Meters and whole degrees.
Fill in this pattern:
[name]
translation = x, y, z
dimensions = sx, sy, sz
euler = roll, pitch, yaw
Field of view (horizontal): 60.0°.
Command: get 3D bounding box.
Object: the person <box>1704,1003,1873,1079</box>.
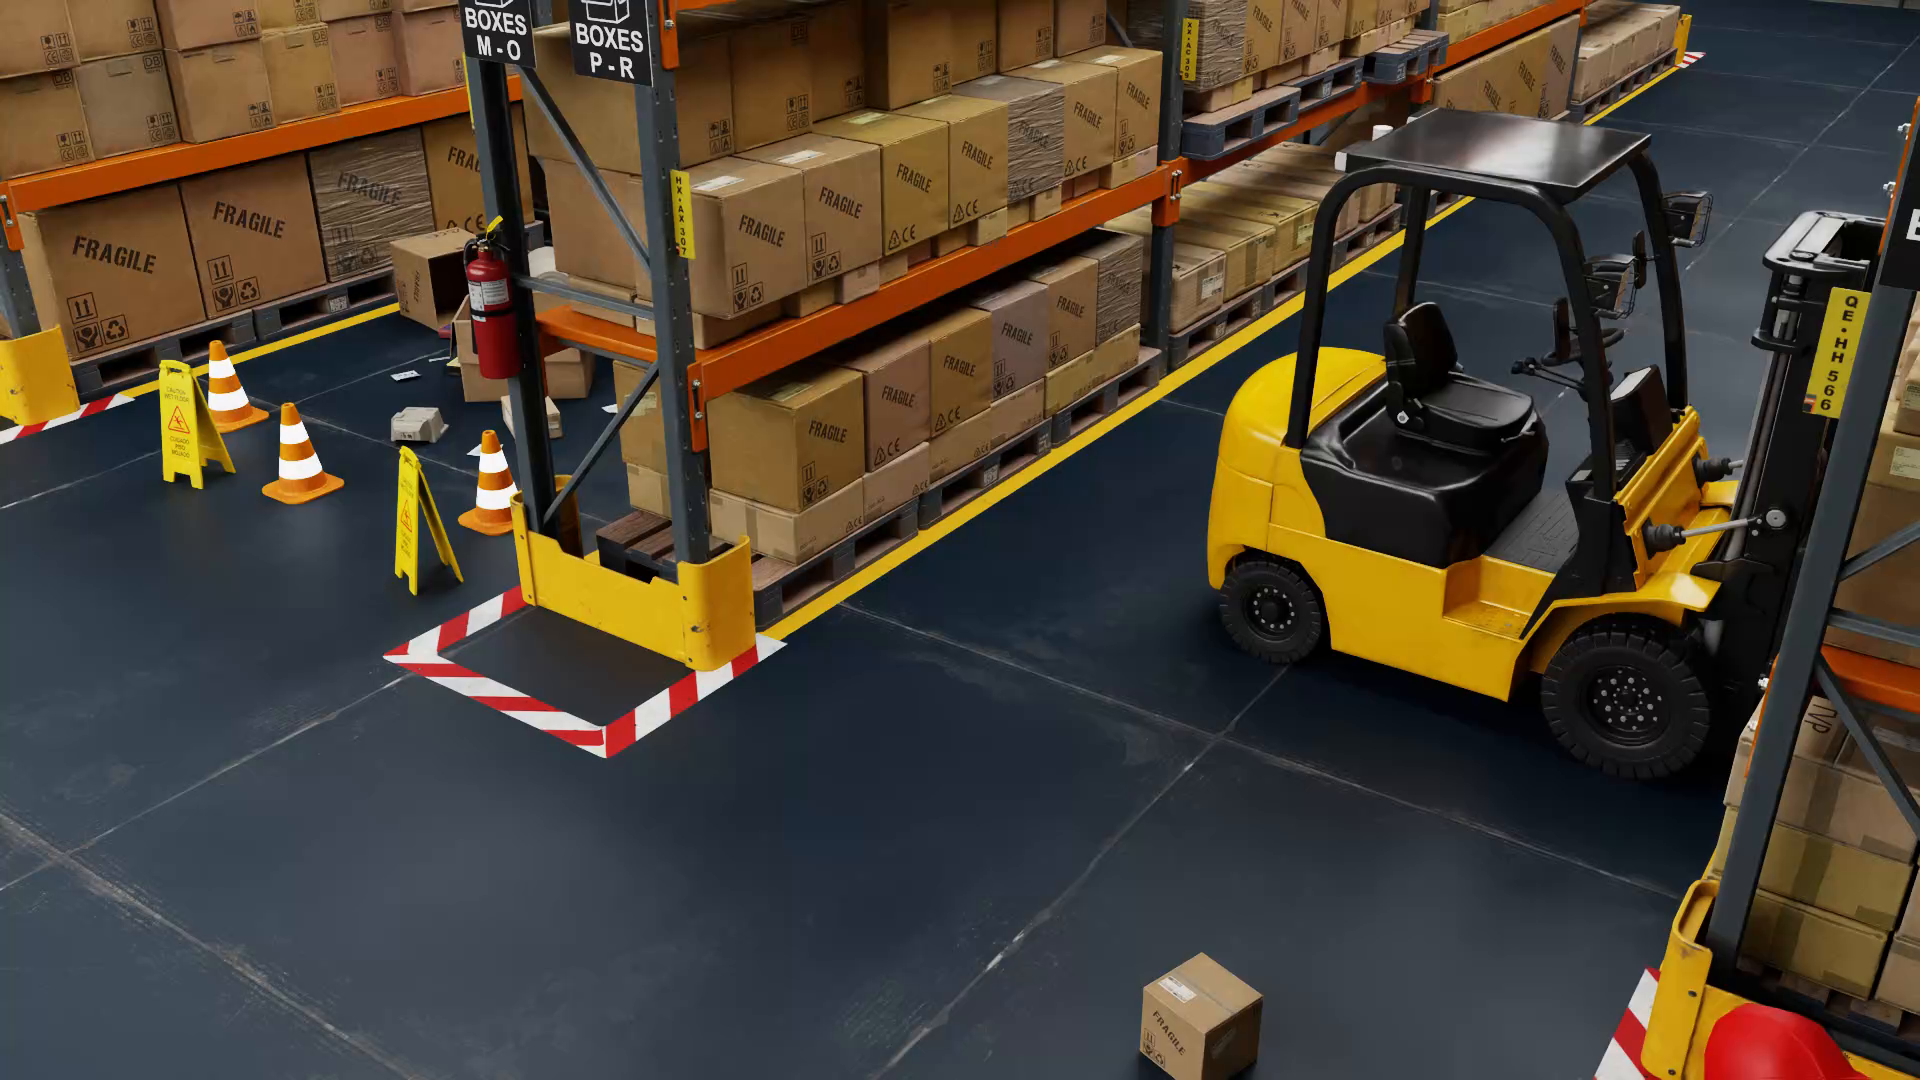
[person]
translation = 1.379, 1.592, 2.915
dimensions = 0.669, 1.768, 0.839
euler = -13, 29, -24
